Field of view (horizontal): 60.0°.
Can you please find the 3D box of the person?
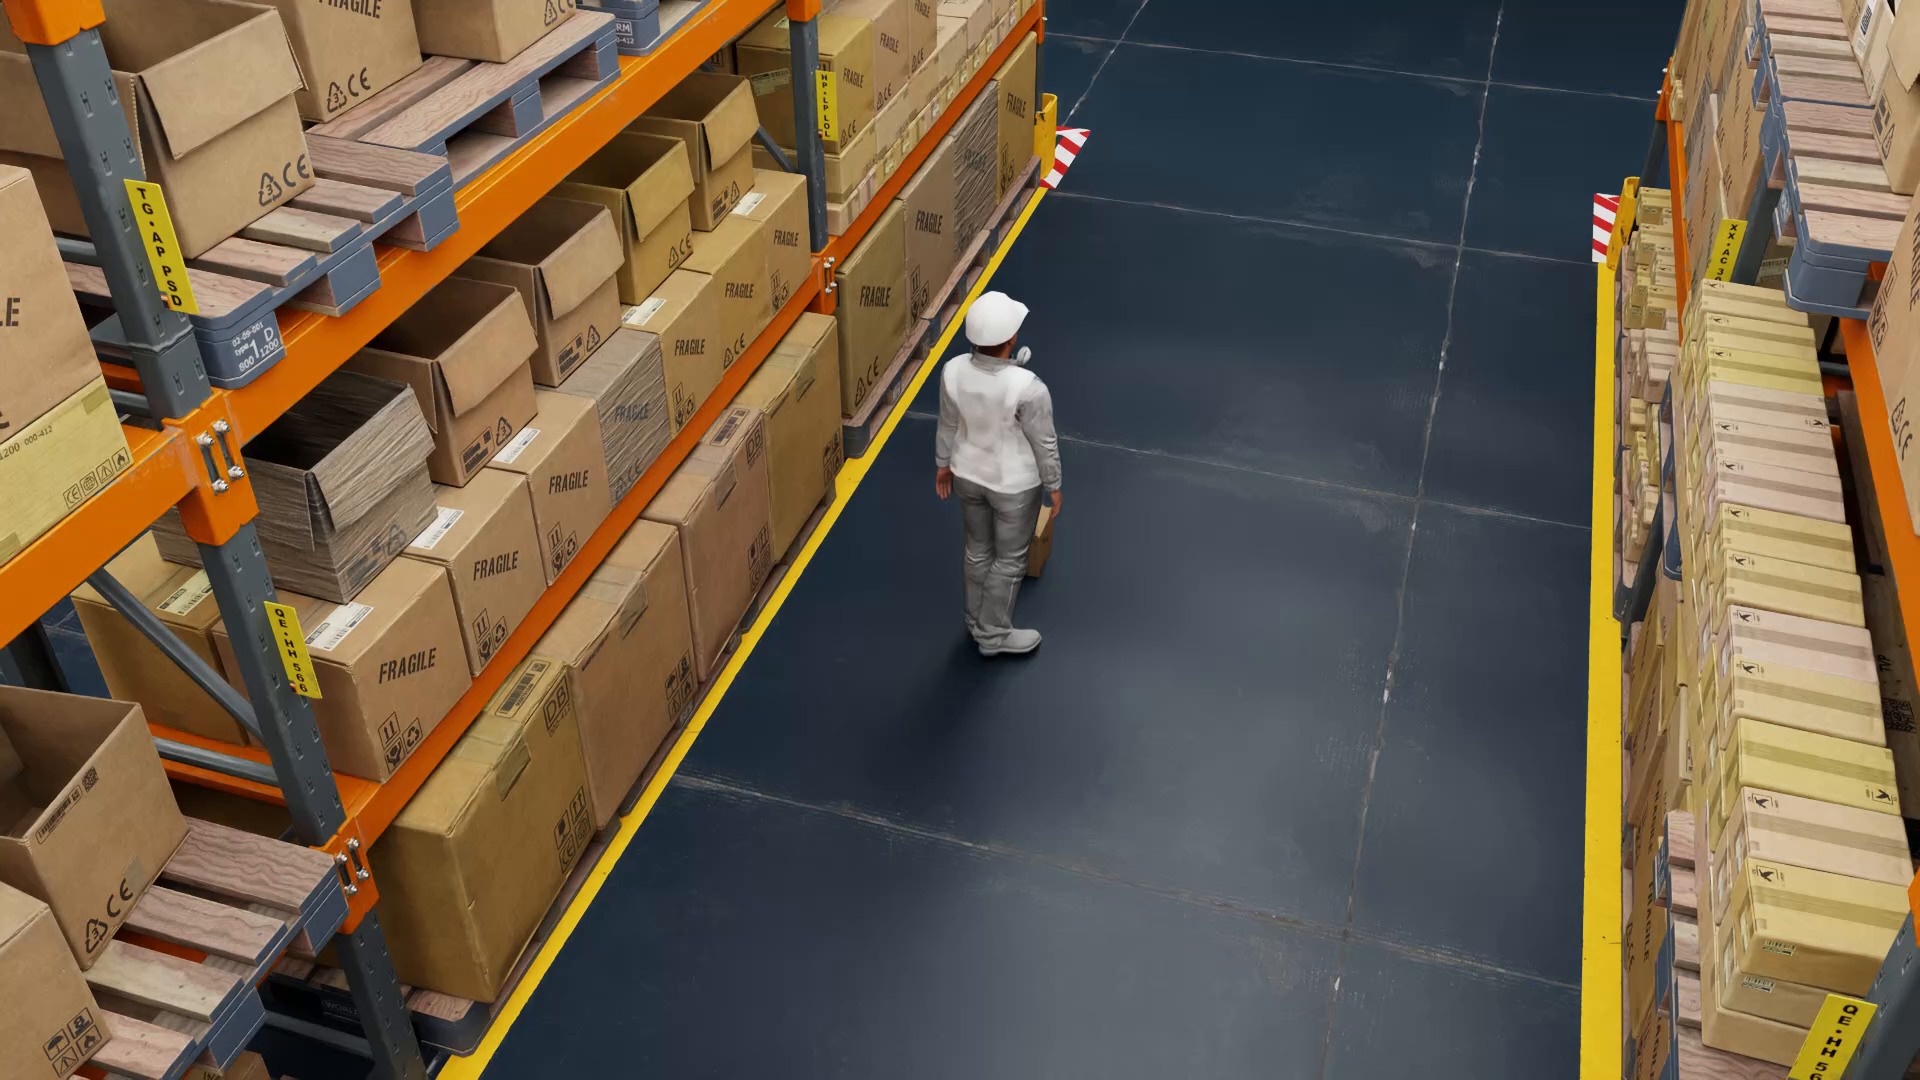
[{"bbox_3d":[0.172,-0.285,7.228,0.581,1.769,0.402,21,42,26],"label":"person"}]
